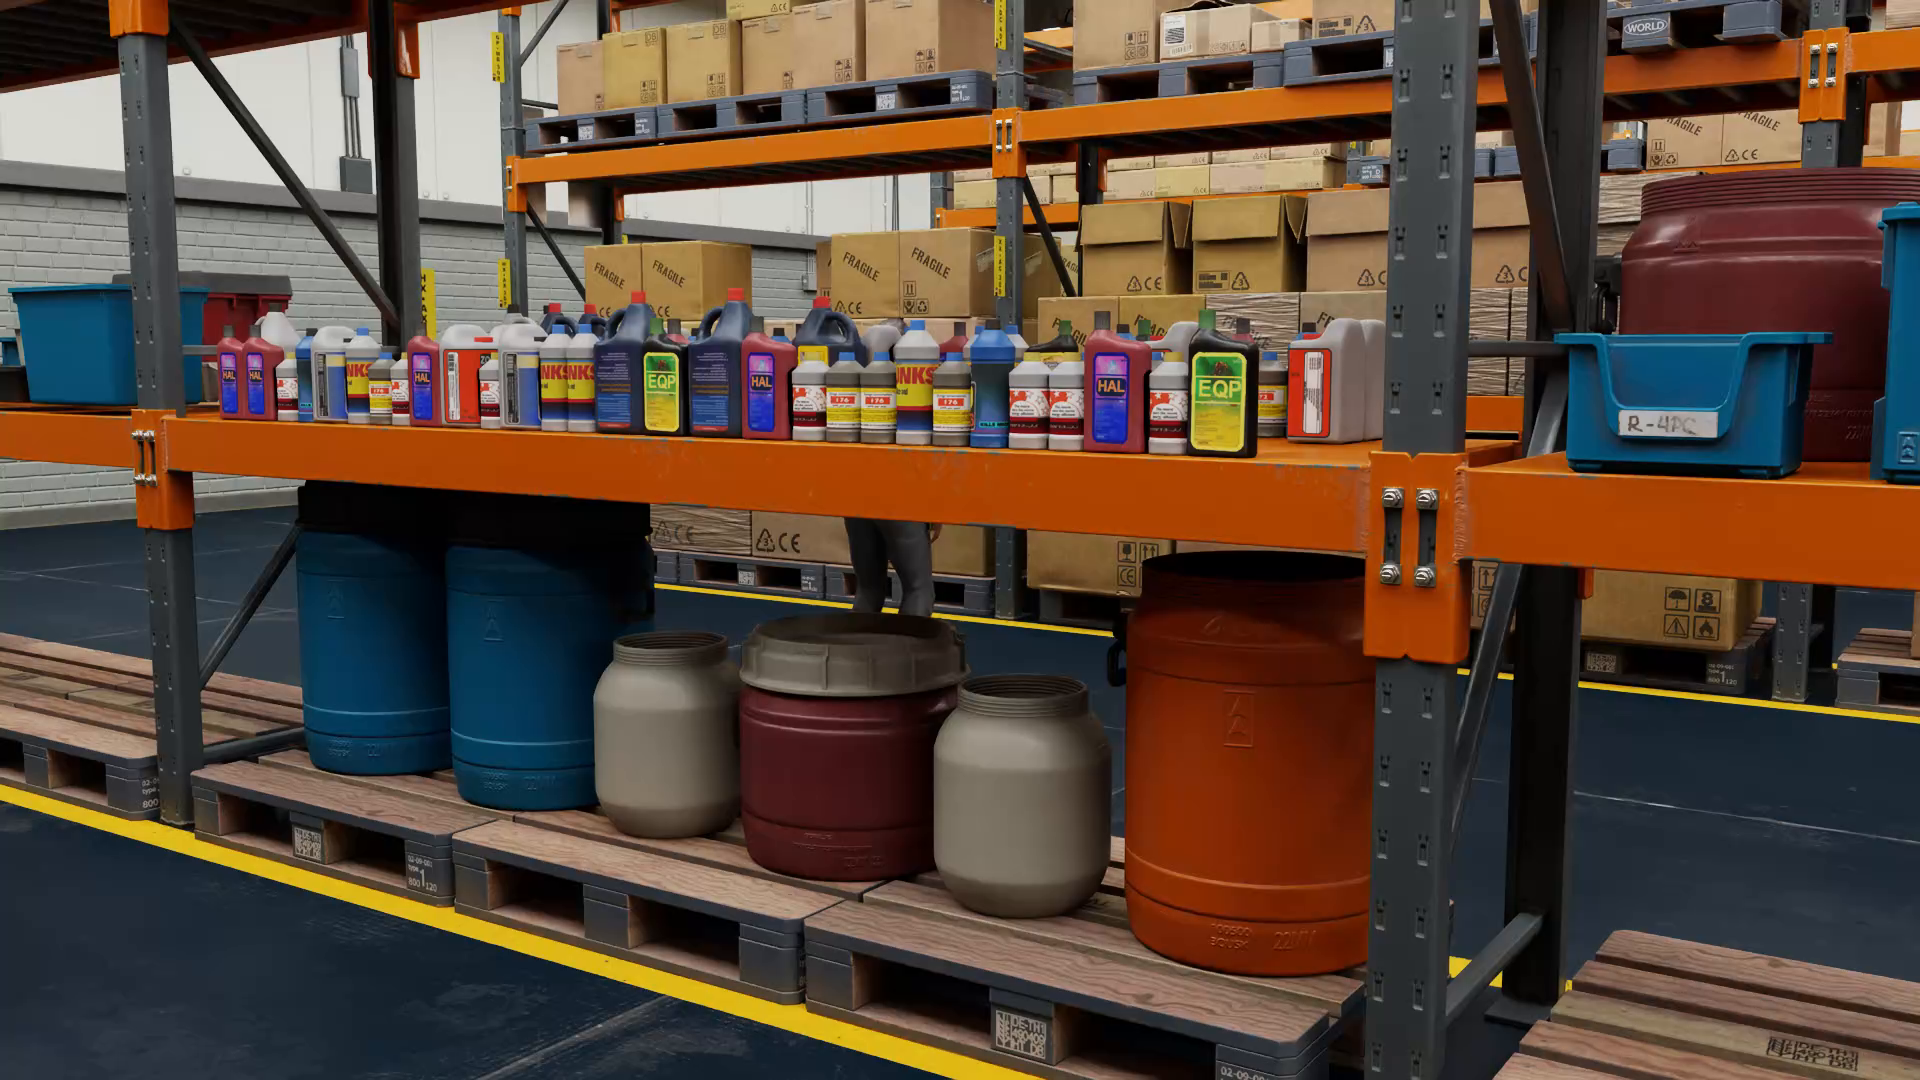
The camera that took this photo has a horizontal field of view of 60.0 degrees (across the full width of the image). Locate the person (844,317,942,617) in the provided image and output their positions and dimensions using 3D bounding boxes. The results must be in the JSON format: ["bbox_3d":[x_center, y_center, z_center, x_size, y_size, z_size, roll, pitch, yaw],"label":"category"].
[{"bbox_3d":[-0.300,-0.129,7.176,0.505,1.655,0.347,4,8,34],"label":"person"}]
